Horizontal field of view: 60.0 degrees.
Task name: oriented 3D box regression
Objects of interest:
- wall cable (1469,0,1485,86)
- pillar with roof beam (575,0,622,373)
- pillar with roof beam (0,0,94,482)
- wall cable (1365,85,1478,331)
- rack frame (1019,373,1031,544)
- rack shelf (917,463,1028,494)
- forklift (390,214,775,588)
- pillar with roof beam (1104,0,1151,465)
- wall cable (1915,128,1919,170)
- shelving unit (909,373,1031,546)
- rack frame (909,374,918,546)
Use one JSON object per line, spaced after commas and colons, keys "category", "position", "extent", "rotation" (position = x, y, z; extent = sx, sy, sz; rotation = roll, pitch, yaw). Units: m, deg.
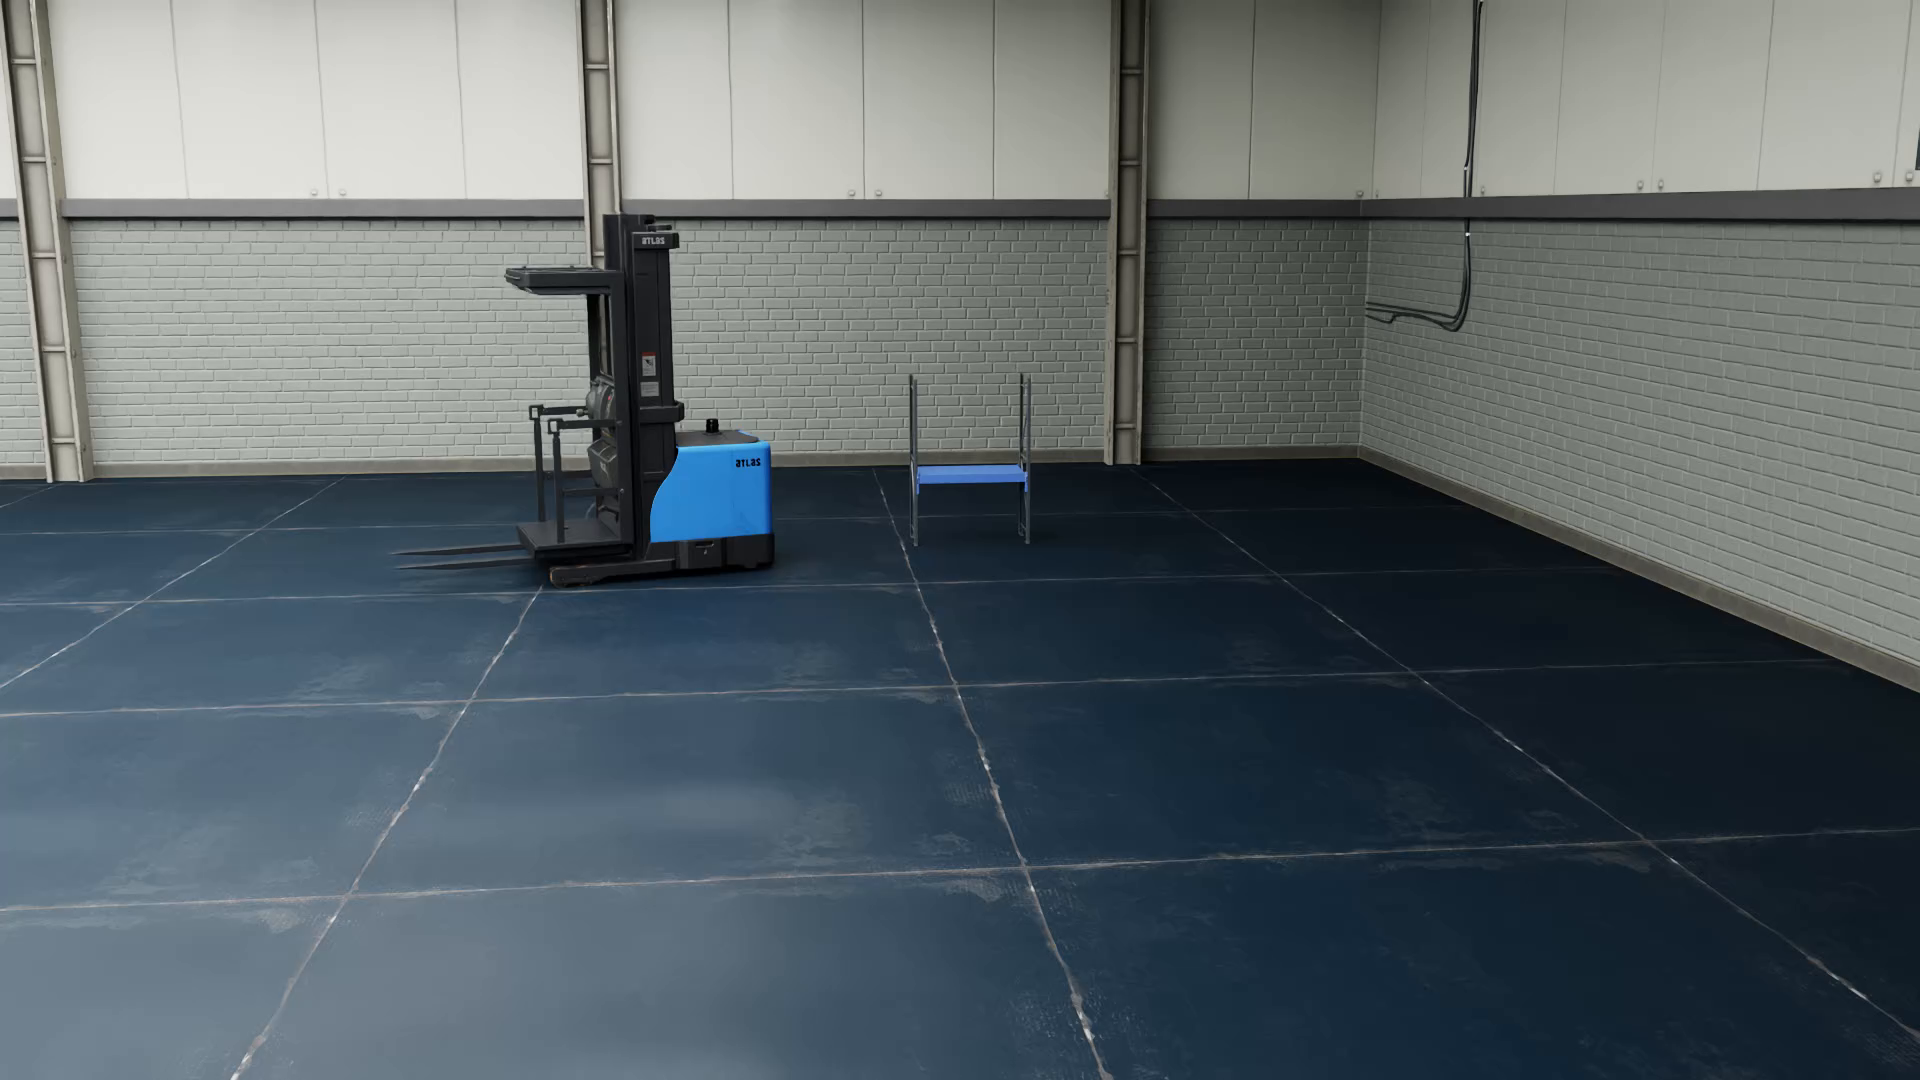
{"category": "wall cable", "position": [5.309, -5.583, 15.280], "extent": [0.112, 2.526, 3.097], "rotation": [-1, 11, -6]}
{"category": "pillar with roof beam", "position": [-3.554, -4.389, 14.250], "extent": [0.400, 9.000, 9.100], "rotation": [-1, 11, -6]}
{"category": "pillar with roof beam", "position": [-9.519, -4.264, 13.614], "extent": [0.400, 9.000, 9.100], "rotation": [-1, 11, -6]}
{"category": "wall cable", "position": [5.017, -3.624, 18.406], "extent": [0.112, 2.526, 3.097], "rotation": [-1, 11, -6]}
{"category": "rack frame", "position": [0.590, -0.748, 15.168], "extent": [0.032, 1.500, 0.500], "rotation": [-1, 11, -6]}
{"category": "rack shelf", "position": [0.085, -0.561, 15.149], "extent": [1.000, 0.185, 0.538], "rotation": [-1, 11, -6]}
{"category": "forklift", "position": [-3.129, -1.171, 13.607], "extent": [3.031, 2.935, 1.130], "rotation": [-5, 12, -22]}
{"category": "pillar with roof beam", "position": [2.411, -4.514, 14.885], "extent": [0.400, 9.000, 9.100], "rotation": [-1, 11, -6]}
{"category": "wall cable", "position": [6.027, -4.996, 8.517], "extent": [0.169, 6.003, 2.305], "rotation": [-1, 11, -6]}
{"category": "shelving unit", "position": [0.085, -0.738, 15.114], "extent": [1.048, 1.500, 0.538], "rotation": [-1, 11, -6]}
{"category": "rack frame", "position": [-0.421, -0.727, 15.061], "extent": [0.032, 1.500, 0.500], "rotation": [-1, 11, -6]}
